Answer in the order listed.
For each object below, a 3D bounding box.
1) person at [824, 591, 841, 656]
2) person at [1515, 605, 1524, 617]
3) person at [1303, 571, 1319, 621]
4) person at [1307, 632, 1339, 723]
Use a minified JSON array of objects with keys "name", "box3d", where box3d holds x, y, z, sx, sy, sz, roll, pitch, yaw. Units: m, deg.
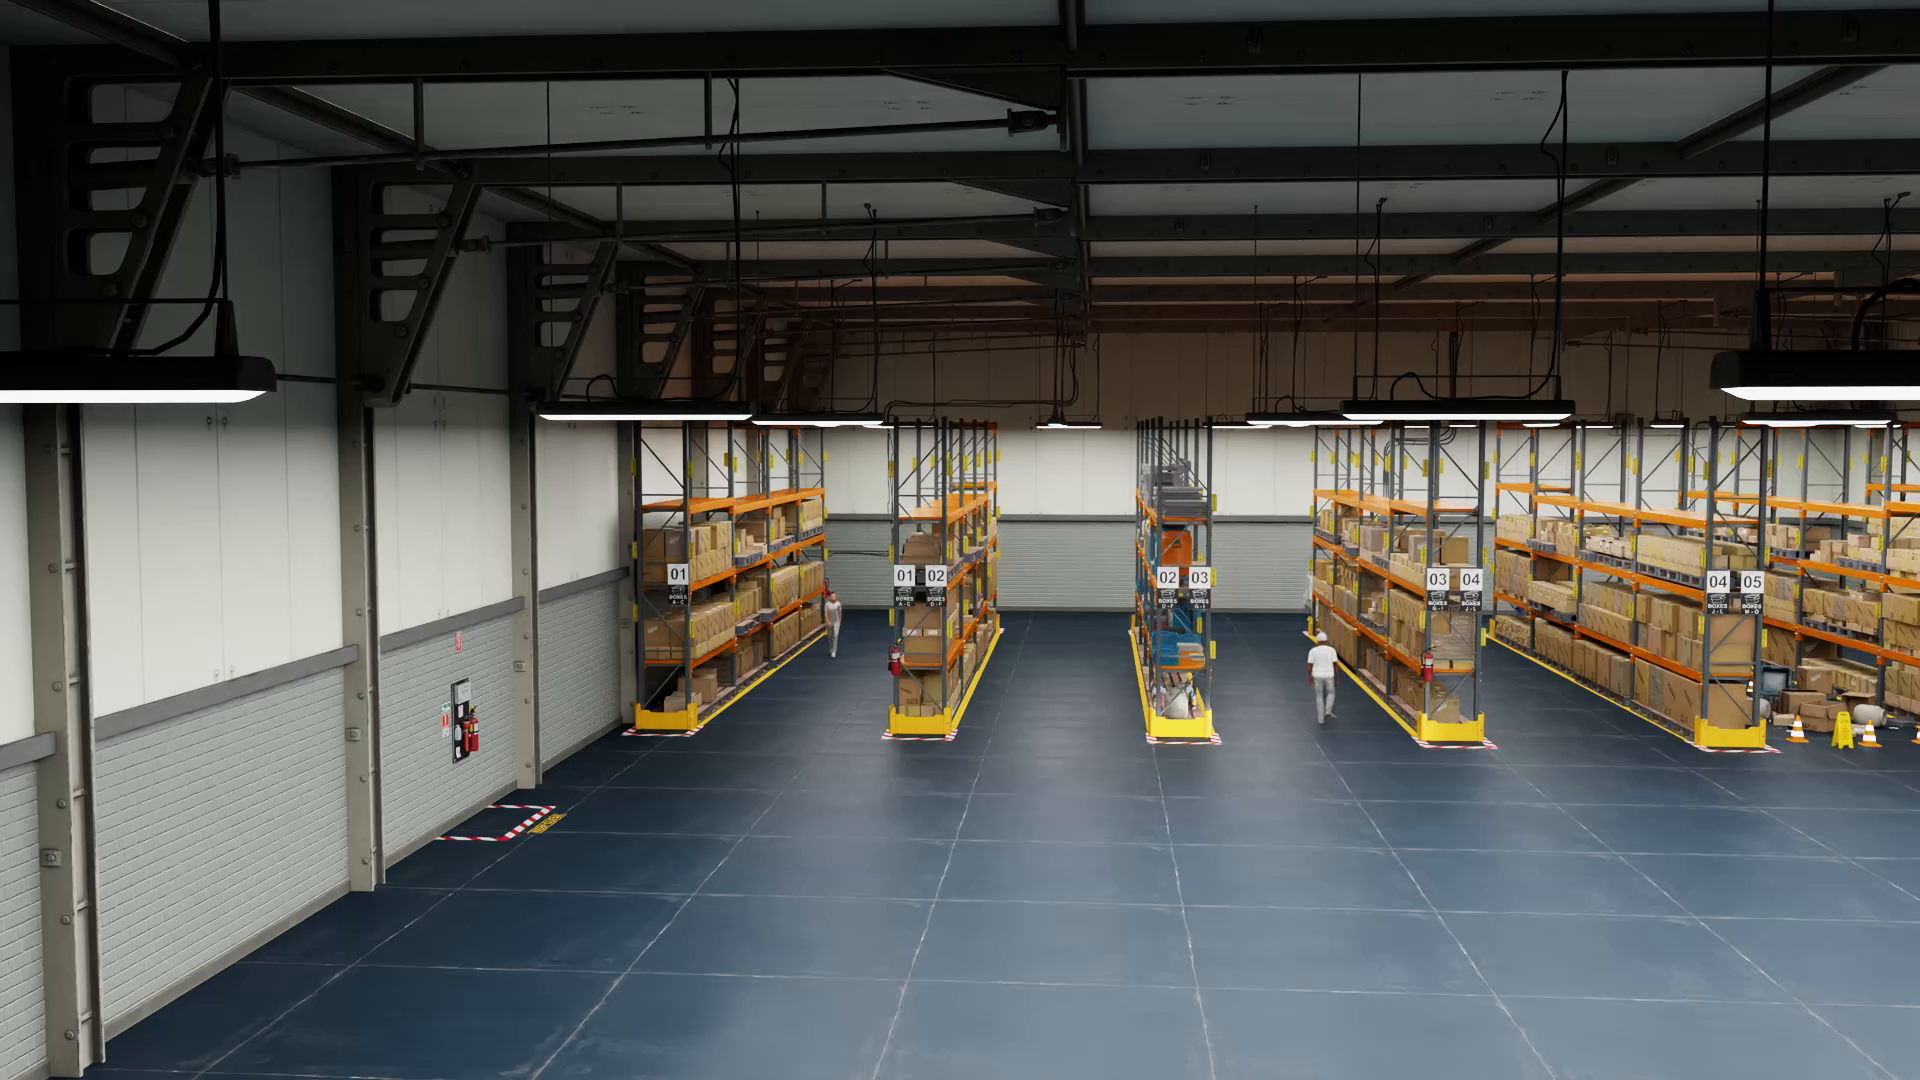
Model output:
[{"name":"person","box3d":[-3.250,2.109,42.525,0.439,1.588,0.883,0,4,-5]},{"name":"person","box3d":[16.653,1.687,49.519,0.518,1.551,1.079,3,5,41]},{"name":"person","box3d":[10.590,1.620,49.962,0.522,1.705,0.601,-1,4,-16]},{"name":"person","box3d":[7.141,2.703,32.690,0.613,1.754,0.489,1,4,16]}]
